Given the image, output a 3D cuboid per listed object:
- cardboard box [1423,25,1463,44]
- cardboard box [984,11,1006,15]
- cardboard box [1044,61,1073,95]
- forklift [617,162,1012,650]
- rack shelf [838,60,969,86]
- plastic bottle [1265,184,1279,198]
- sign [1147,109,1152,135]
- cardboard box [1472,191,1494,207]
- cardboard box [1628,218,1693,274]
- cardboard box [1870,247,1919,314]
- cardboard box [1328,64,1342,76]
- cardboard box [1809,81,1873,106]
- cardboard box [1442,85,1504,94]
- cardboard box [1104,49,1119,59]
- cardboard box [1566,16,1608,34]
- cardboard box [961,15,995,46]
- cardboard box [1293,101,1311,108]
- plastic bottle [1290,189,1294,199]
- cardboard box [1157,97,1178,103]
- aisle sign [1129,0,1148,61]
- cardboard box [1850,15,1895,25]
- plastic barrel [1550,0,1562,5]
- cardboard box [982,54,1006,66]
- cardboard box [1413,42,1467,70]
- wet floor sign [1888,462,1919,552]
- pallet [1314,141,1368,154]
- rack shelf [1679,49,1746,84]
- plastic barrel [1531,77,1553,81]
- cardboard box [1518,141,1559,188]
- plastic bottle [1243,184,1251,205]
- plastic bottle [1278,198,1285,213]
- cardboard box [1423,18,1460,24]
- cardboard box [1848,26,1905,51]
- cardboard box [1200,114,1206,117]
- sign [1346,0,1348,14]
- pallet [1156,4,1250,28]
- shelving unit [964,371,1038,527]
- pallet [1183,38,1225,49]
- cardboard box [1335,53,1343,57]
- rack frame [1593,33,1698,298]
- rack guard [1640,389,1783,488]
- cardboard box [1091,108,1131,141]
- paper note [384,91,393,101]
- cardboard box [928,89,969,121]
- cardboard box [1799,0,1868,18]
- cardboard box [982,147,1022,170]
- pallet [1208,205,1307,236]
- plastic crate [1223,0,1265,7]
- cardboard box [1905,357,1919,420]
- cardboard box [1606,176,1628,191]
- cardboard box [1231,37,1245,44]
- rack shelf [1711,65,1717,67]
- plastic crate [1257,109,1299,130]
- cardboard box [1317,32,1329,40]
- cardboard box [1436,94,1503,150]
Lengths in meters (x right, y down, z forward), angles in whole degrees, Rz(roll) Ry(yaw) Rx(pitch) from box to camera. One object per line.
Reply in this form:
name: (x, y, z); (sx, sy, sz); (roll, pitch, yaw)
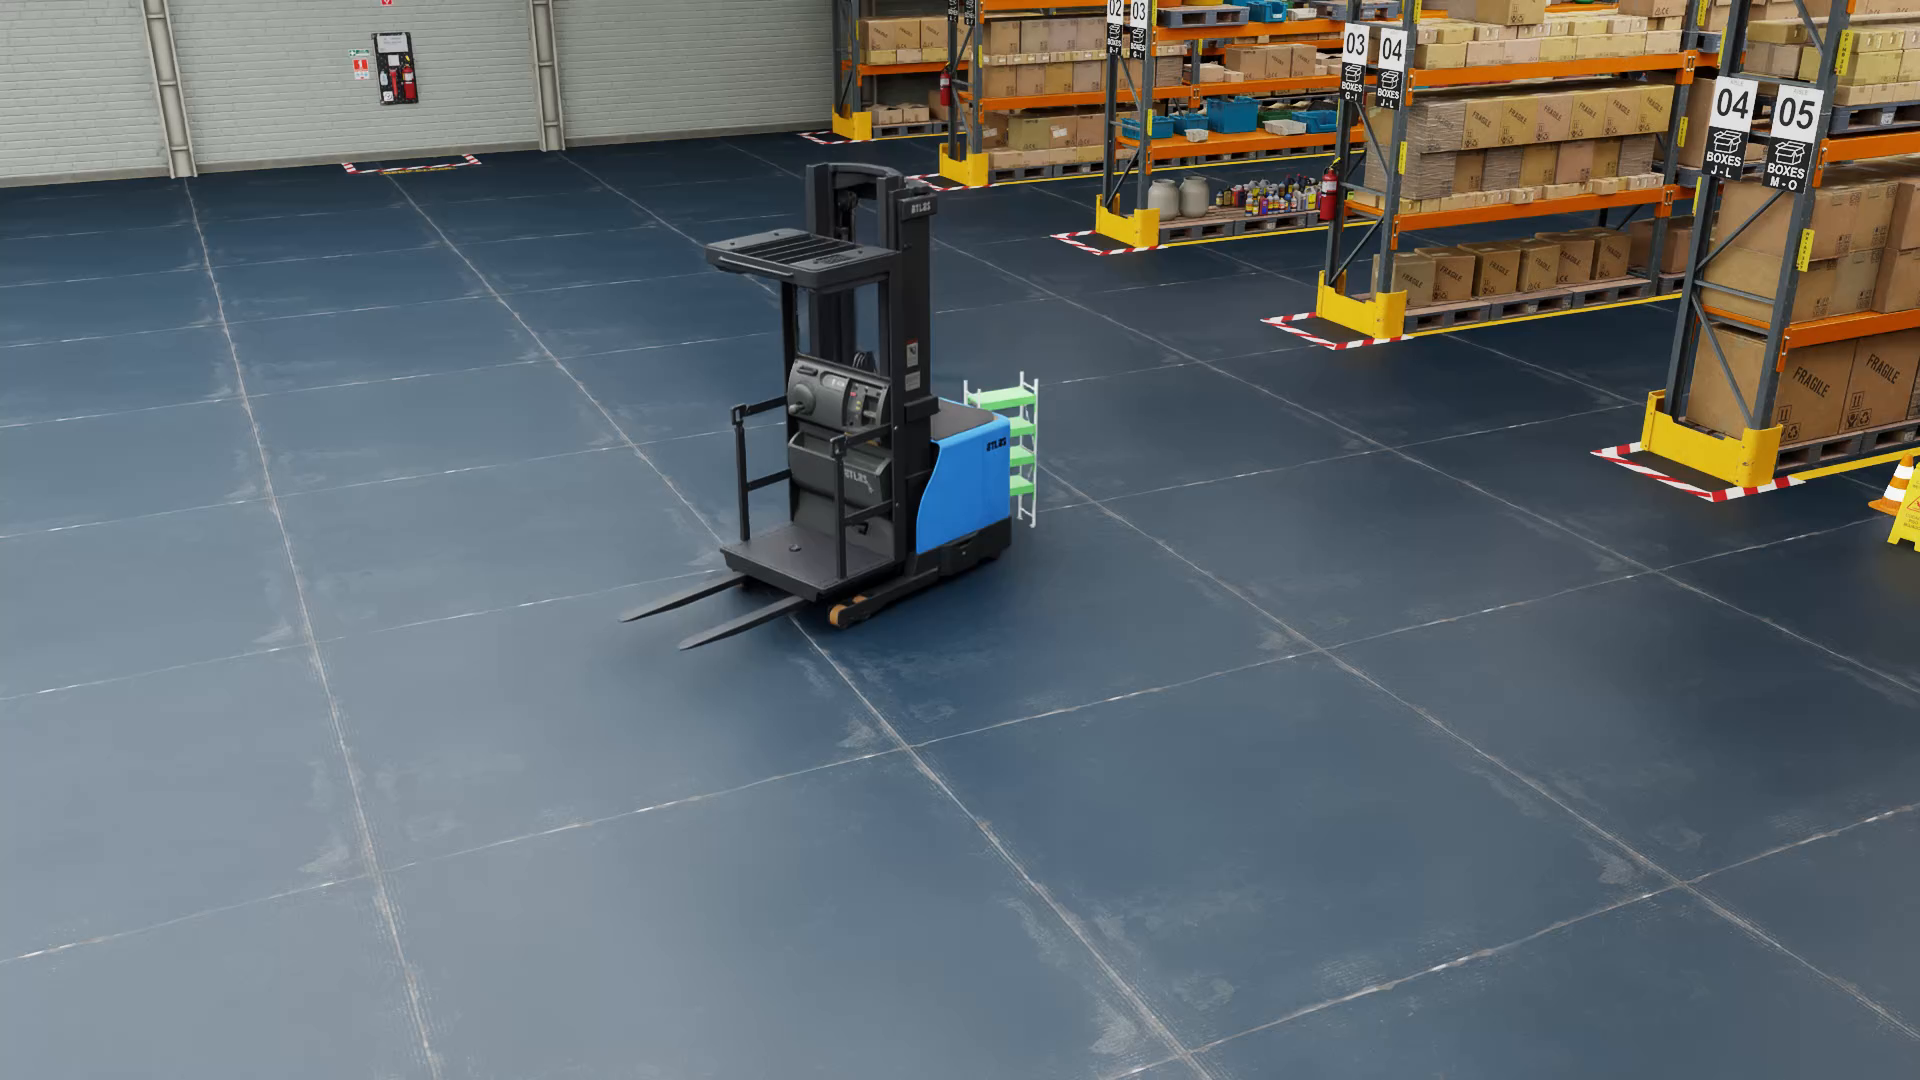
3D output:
cardboard box: (4.995, -5.245, 17.251); (0.250, 0.149, 0.380); (-10, 24, -22)
cardboard box: (0.548, -9.749, 31.568); (0.500, 0.500, 0.500); (-11, 25, -24)
cardboard box: (1.425, -7.471, 26.746); (0.500, 0.500, 0.700); (-10, 25, -23)
forklift: (-0.982, -0.969, 11.260); (1.130, 2.935, 3.031); (19, 29, 39)
rack shelf: (-0.272, -8.889, 31.242); (4.000, 0.370, 1.077); (-10, 25, -24)
plastic bottle: (4.453, -4.944, 23.757); (0.135, 0.276, 0.152); (-10, 25, -24)
sign: (2.457, -5.413, 21.542); (0.005, 0.325, 0.100); (-10, 25, -24)
cardboard box: (5.641, -3.776, 18.279); (0.250, 0.149, 0.380); (-10, 25, -24)
cardboard box: (8.538, -3.574, 20.156); (0.500, 0.500, 0.700); (-13, 26, -28)
cardboard box: (7.791, -2.337, 14.277); (0.550, 0.550, 0.875); (-10, 25, -24)
cardboard box: (6.596, -8.149, 28.843); (0.250, 0.149, 0.380); (-10, 25, -24)
cardboard box: (6.879, -3.498, 13.007); (0.250, 0.149, 0.380); (-10, 25, -23)
cardboard box: (5.659, -4.757, 18.493); (0.500, 0.500, 0.500); (-10, 25, -24)
cardboard box: (2.385, -7.863, 26.845); (0.250, 0.149, 0.380); (-10, 24, -22)
cardboard box: (6.837, -5.623, 18.164); (0.250, 0.149, 0.380); (-9, 24, -22)
cardboard box: (0.333, -9.490, 30.943); (0.500, 0.500, 0.500); (-11, 25, -25)
cardboard box: (6.217, -7.617, 29.541); (0.500, 0.311, 0.500); (-11, 25, -25)
plastic bottle: (4.713, -4.806, 23.415); (0.133, 0.283, 0.061); (-10, 25, -24)
cardboard box: (3.994, -9.082, 33.461); (0.500, 0.500, 0.700); (-10, 25, -24)
aisle sign: (2.285, -6.563, 21.285); (0.004, 0.787, 0.394); (-10, 25, -24)
cardboard box: (7.502, -4.261, 13.807); (0.250, 0.149, 0.380); (-10, 25, -23)
plastic barrel: (8.597, -8.358, 24.443); (0.600, 0.901, 0.600); (0, 22, 0)
cardboard box: (0.525, -7.519, 26.015); (0.250, 0.149, 0.380); (-11, 25, -24)
cardboard box: (4.917, -5.076, 17.364); (0.500, 0.250, 0.500); (-10, 24, -22)
wet floor sign: (7.264, -0.267, 12.551); (0.232, 0.644, 0.267); (-15, 27, -33)
pallet: (6.528, -7.098, 29.622); (1.213, 0.211, 1.003); (-10, 25, -24)
rack shelf: (9.777, -5.817, 19.899); (4.000, 0.370, 1.077); (-10, 25, -24)
plastic barrel: (8.597, -6.609, 24.649); (0.421, 0.512, 0.421); (0, 22, 0)
cardboard box: (6.202, -4.305, 18.708); (0.500, 0.500, 0.875); (-10, 25, -24)
plastic bottle: (4.052, -4.931, 23.726); (0.135, 0.276, 0.152); (-11, 25, -25)
plastic bottle: (4.480, -4.669, 23.190); (0.097, 0.201, 0.097); (0, 22, 0)
cardboard box: (5.186, -5.558, 18.009); (0.250, 0.149, 0.380); (-10, 25, -23)
cardboard box: (7.096, -3.907, 12.952); (0.250, 0.149, 0.380); (-10, 25, -23)
cardboard box: (4.163, -7.012, 28.080); (0.500, 0.311, 0.500); (-10, 25, -23)
sign: (4.148, -5.758, 17.658); (0.005, 0.325, 0.100); (-10, 25, -24)
pallet: (3.011, -6.877, 21.767); (1.213, 0.211, 1.003); (-10, 25, -24)
shelving unit: (0.309, -0.653, 12.758); (0.503, 1.200, 0.258); (-11, 25, -25)
pallet: (4.539, -9.973, 33.171); (1.003, 0.211, 1.213); (-10, 25, -24)
cardboard box: (6.940, -8.423, 29.294); (0.500, 0.311, 0.500); (-9, 24, -20)
rack frame: (7.975, -4.432, 19.534); (0.127, 3.000, 1.000); (-10, 25, -24)
rack guard: (6.409, -0.883, 14.230); (0.348, 0.500, 1.175); (-10, 25, -24)
cardboard box: (2.455, -6.801, 27.323); (0.500, 0.500, 0.500); (-10, 25, -24)
paper note: (-9.657, -7.499, 28.096); (0.142, 0.148, 0.016); (-10, 25, -24)
cardboard box: (-0.215, -8.220, 31.380); (0.500, 0.500, 0.700); (-12, 25, -27)
cardboard box: (10.348, -6.427, 19.649); (0.500, 0.500, 0.500); (-10, 24, -23)
cardboard box: (0.658, -6.119, 26.655); (0.500, 0.250, 0.500); (-10, 25, -24)
pallet: (4.103, -4.549, 23.464); (1.213, 0.211, 1.003); (-10, 25, -24)
plastic crate: (3.810, -7.274, 22.499); (0.575, 0.384, 0.392); (-10, 25, -24)
cardboard box: (8.628, -1.687, 15.132); (0.875, 0.875, 0.875); (-10, 25, -23)
cardboard box: (7.428, -4.120, 19.109); (0.250, 0.149, 0.380); (-10, 25, -24)
cardboard box: (5.532, -10.084, 33.492); (0.250, 0.149, 0.380); (-11, 25, -24)
rack shelf: (12.693, -9.173, 31.928); (4.000, 0.370, 1.077); (-10, 25, -24)
plastic crate: (4.481, -5.913, 23.389); (0.662, 0.188, 0.450); (-10, 25, -24)
cardboard box: (7.393, -10.424, 34.312); (0.250, 0.149, 0.380); (-11, 25, -25)
cardboard box: (5.438, -4.492, 17.852); (0.500, 0.500, 0.500); (-10, 25, -24)
